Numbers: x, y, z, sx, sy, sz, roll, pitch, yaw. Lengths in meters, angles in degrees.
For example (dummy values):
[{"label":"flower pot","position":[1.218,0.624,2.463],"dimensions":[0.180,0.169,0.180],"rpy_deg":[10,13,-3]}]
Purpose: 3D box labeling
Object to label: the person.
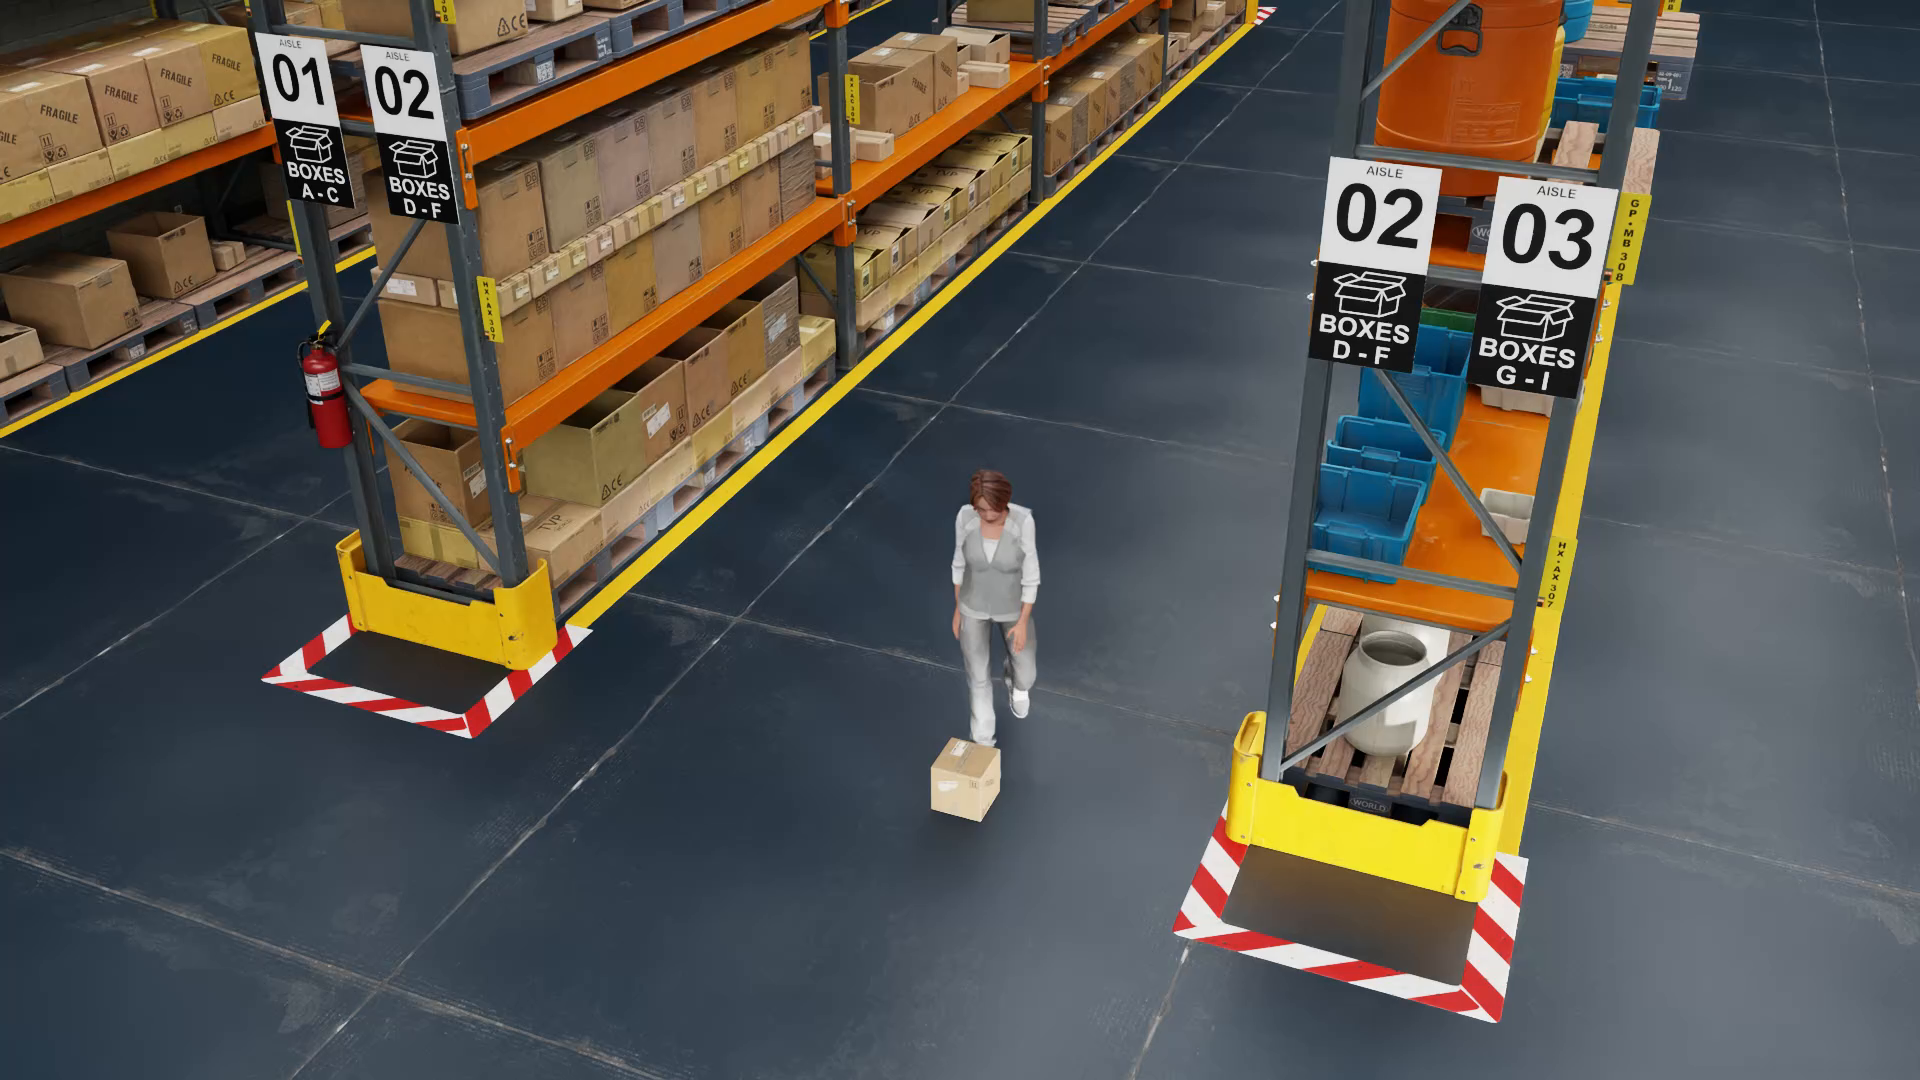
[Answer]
[{"label":"person","position":[0.172,0.327,7.811],"dimensions":[0.419,1.583,0.641],"rpy_deg":[4,30,6]}]
